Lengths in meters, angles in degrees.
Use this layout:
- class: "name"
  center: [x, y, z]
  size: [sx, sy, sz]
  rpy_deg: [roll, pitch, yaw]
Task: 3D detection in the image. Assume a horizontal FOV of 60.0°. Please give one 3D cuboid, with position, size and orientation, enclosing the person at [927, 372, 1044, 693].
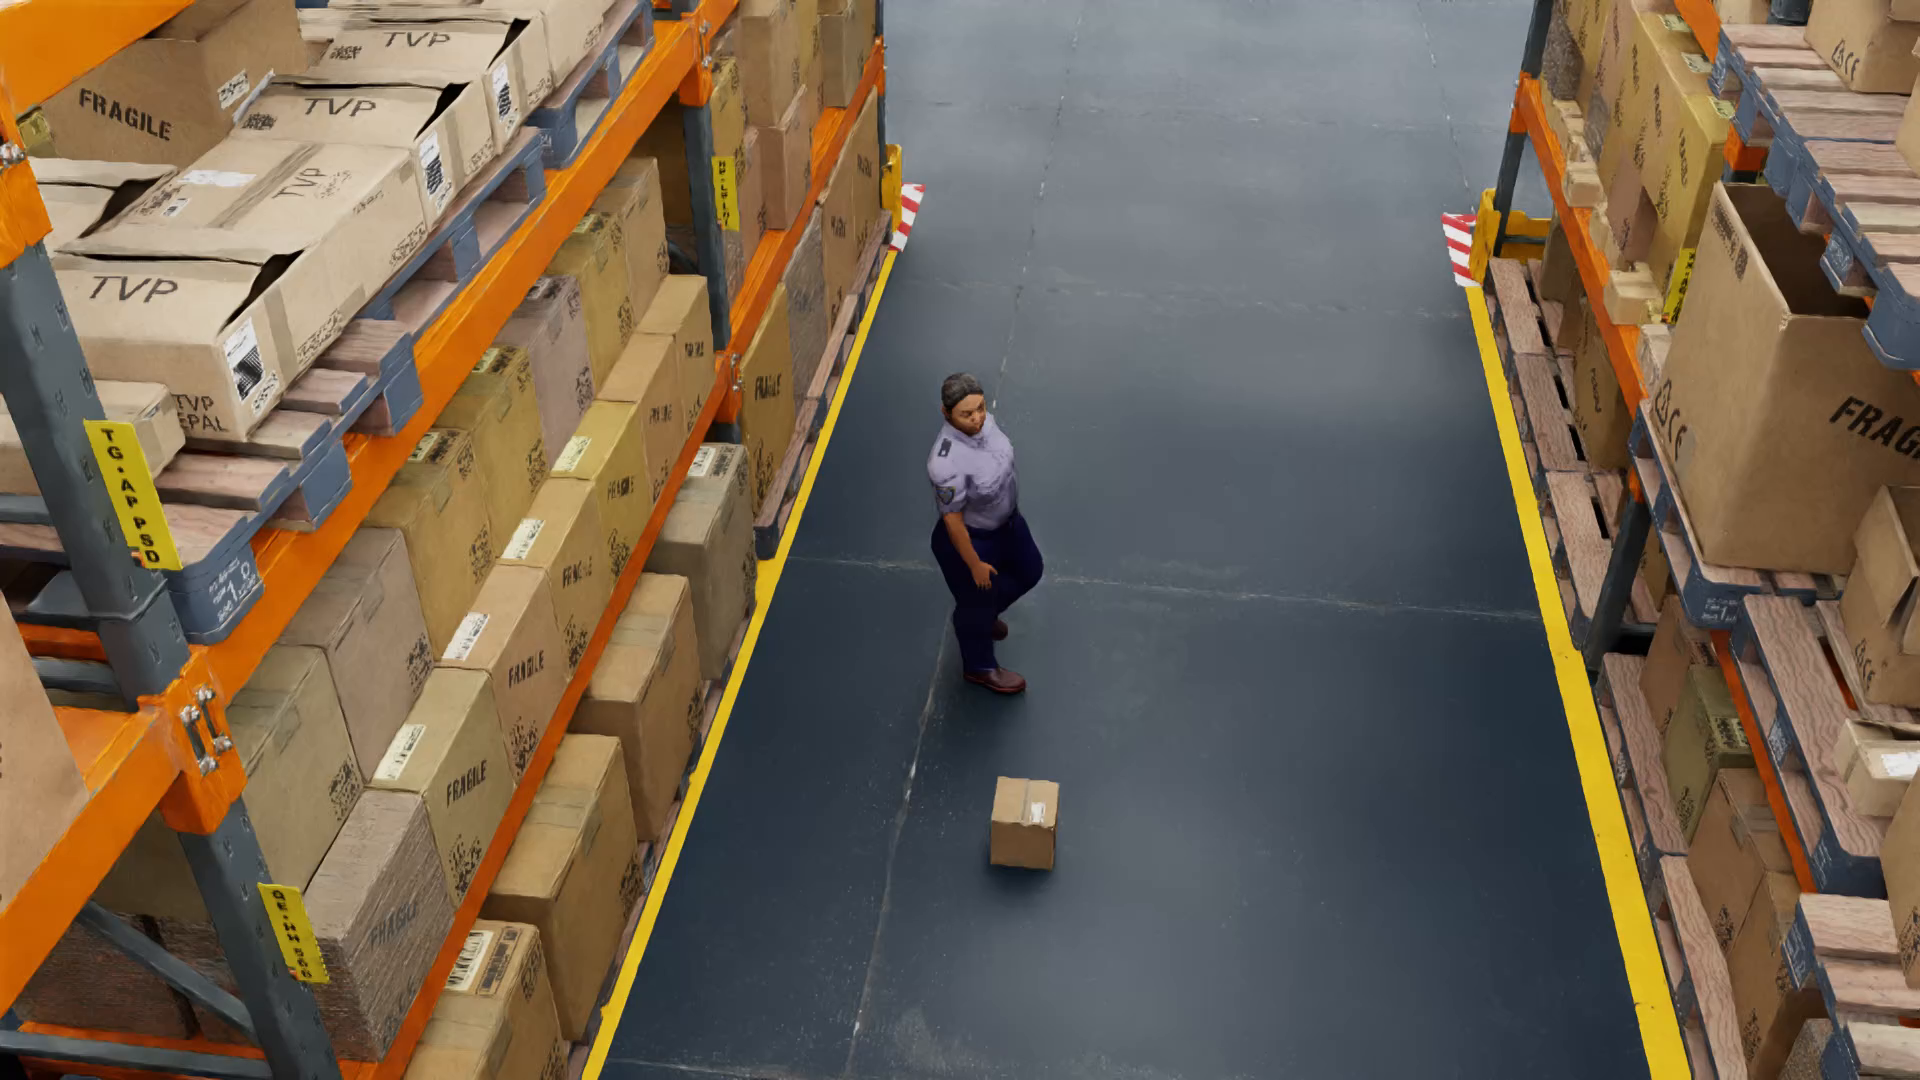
- class: "person"
  center: [0.120, -0.038, 7.087]
  size: [0.408, 1.647, 0.629]
  rpy_deg: [12, 38, 16]
